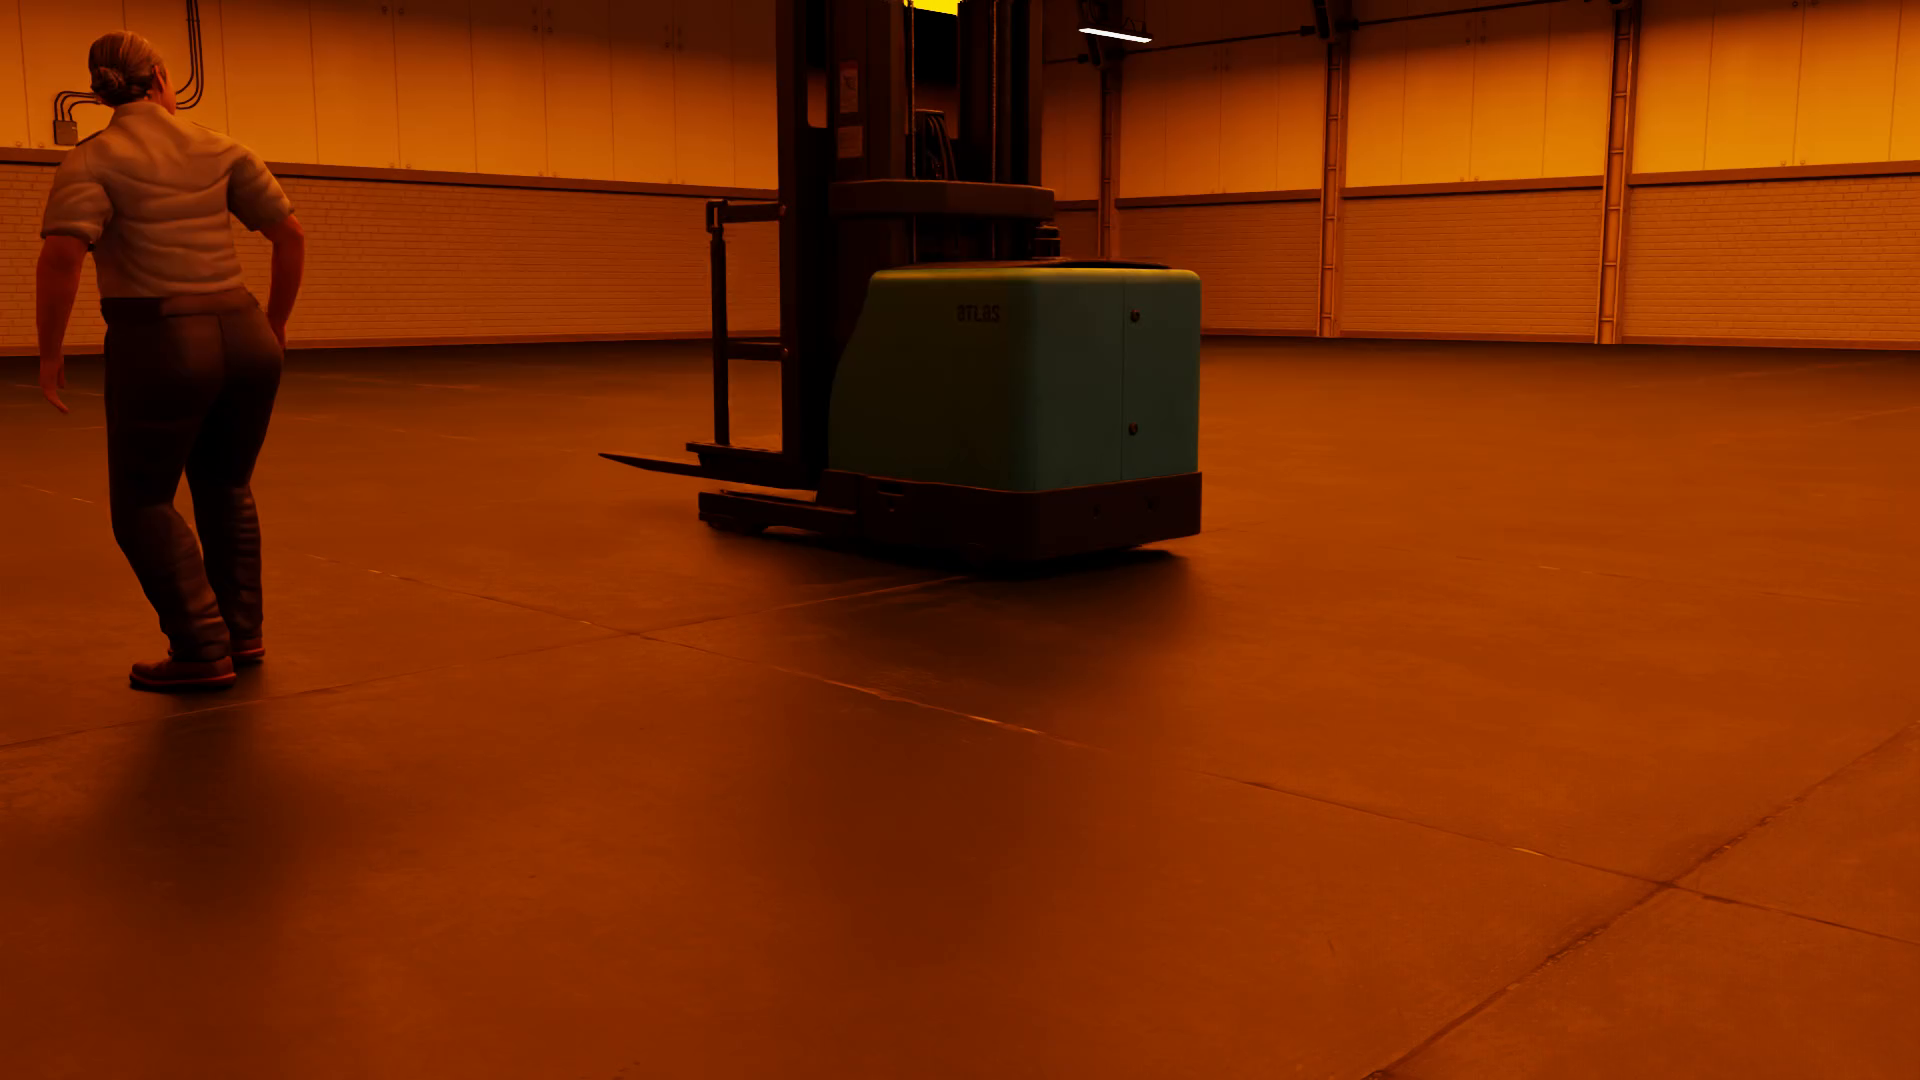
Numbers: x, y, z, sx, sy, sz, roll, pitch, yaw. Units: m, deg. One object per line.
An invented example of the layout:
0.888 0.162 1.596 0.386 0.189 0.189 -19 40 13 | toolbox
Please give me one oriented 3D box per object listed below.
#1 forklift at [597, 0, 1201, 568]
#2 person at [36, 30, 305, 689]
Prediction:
-0.455 -1.516 6.941 1.130 2.935 3.031 -8 12 -43 | forklift
-2.040 -0.448 4.235 0.487 1.631 0.687 5 10 29 | person
